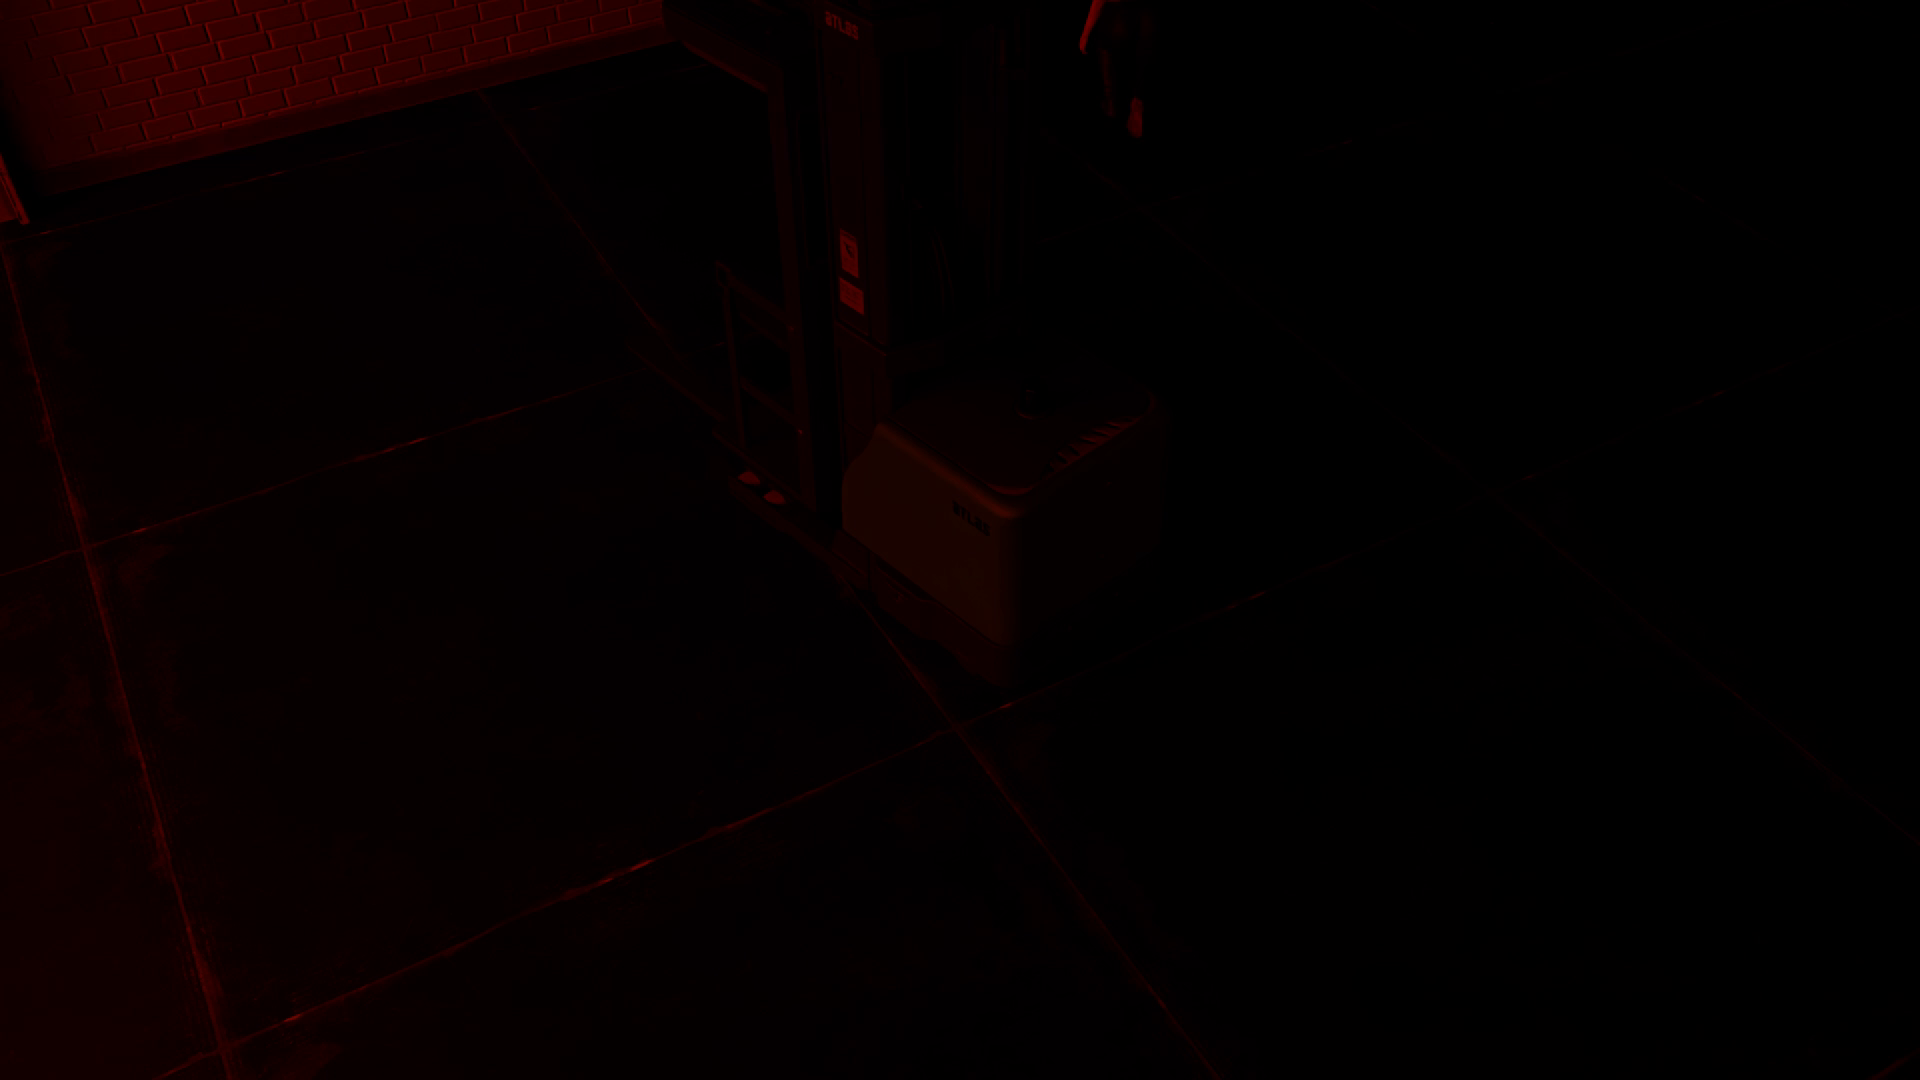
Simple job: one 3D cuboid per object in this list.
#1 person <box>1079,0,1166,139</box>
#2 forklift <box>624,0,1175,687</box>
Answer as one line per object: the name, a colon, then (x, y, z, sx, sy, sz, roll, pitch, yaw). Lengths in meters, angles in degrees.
person: (0.997, -3.247, 10.334, 0.601, 1.431, 0.760, -11, 44, -12)
forklift: (-0.466, -1.358, 7.162, 1.130, 2.935, 3.031, -33, 52, -30)
